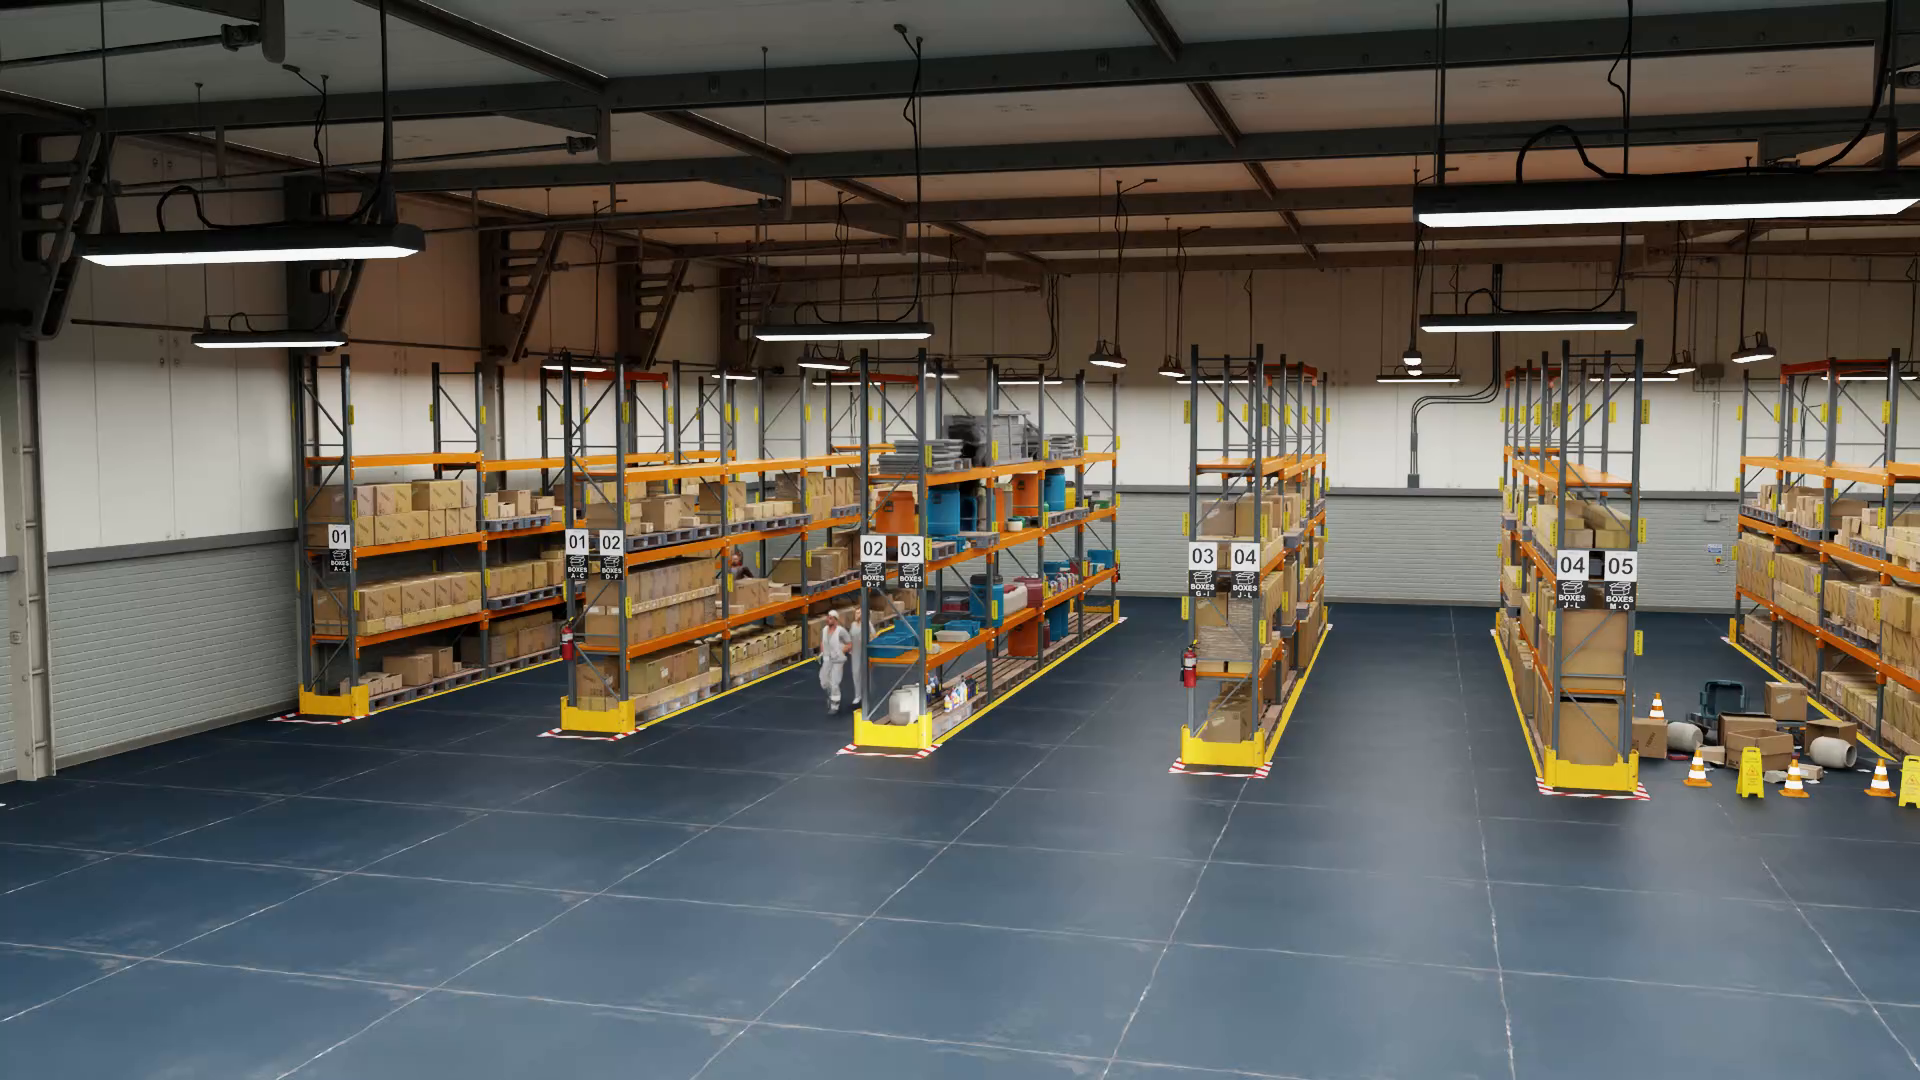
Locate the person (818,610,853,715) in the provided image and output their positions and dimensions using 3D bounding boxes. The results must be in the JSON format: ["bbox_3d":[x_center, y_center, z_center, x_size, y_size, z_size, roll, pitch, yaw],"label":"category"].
[{"bbox_3d":[-2.109,2.046,27.837,0.643,1.751,0.627,2,5,24],"label":"person"}]

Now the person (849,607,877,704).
[{"bbox_3d":[-1.712,2.004,29.139,0.563,1.658,0.802,1,5,18],"label":"person"}]

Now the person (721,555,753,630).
[{"bbox_3d":[-5.166,1.253,38.234,0.685,1.826,0.776,1,4,8],"label":"person"}]
